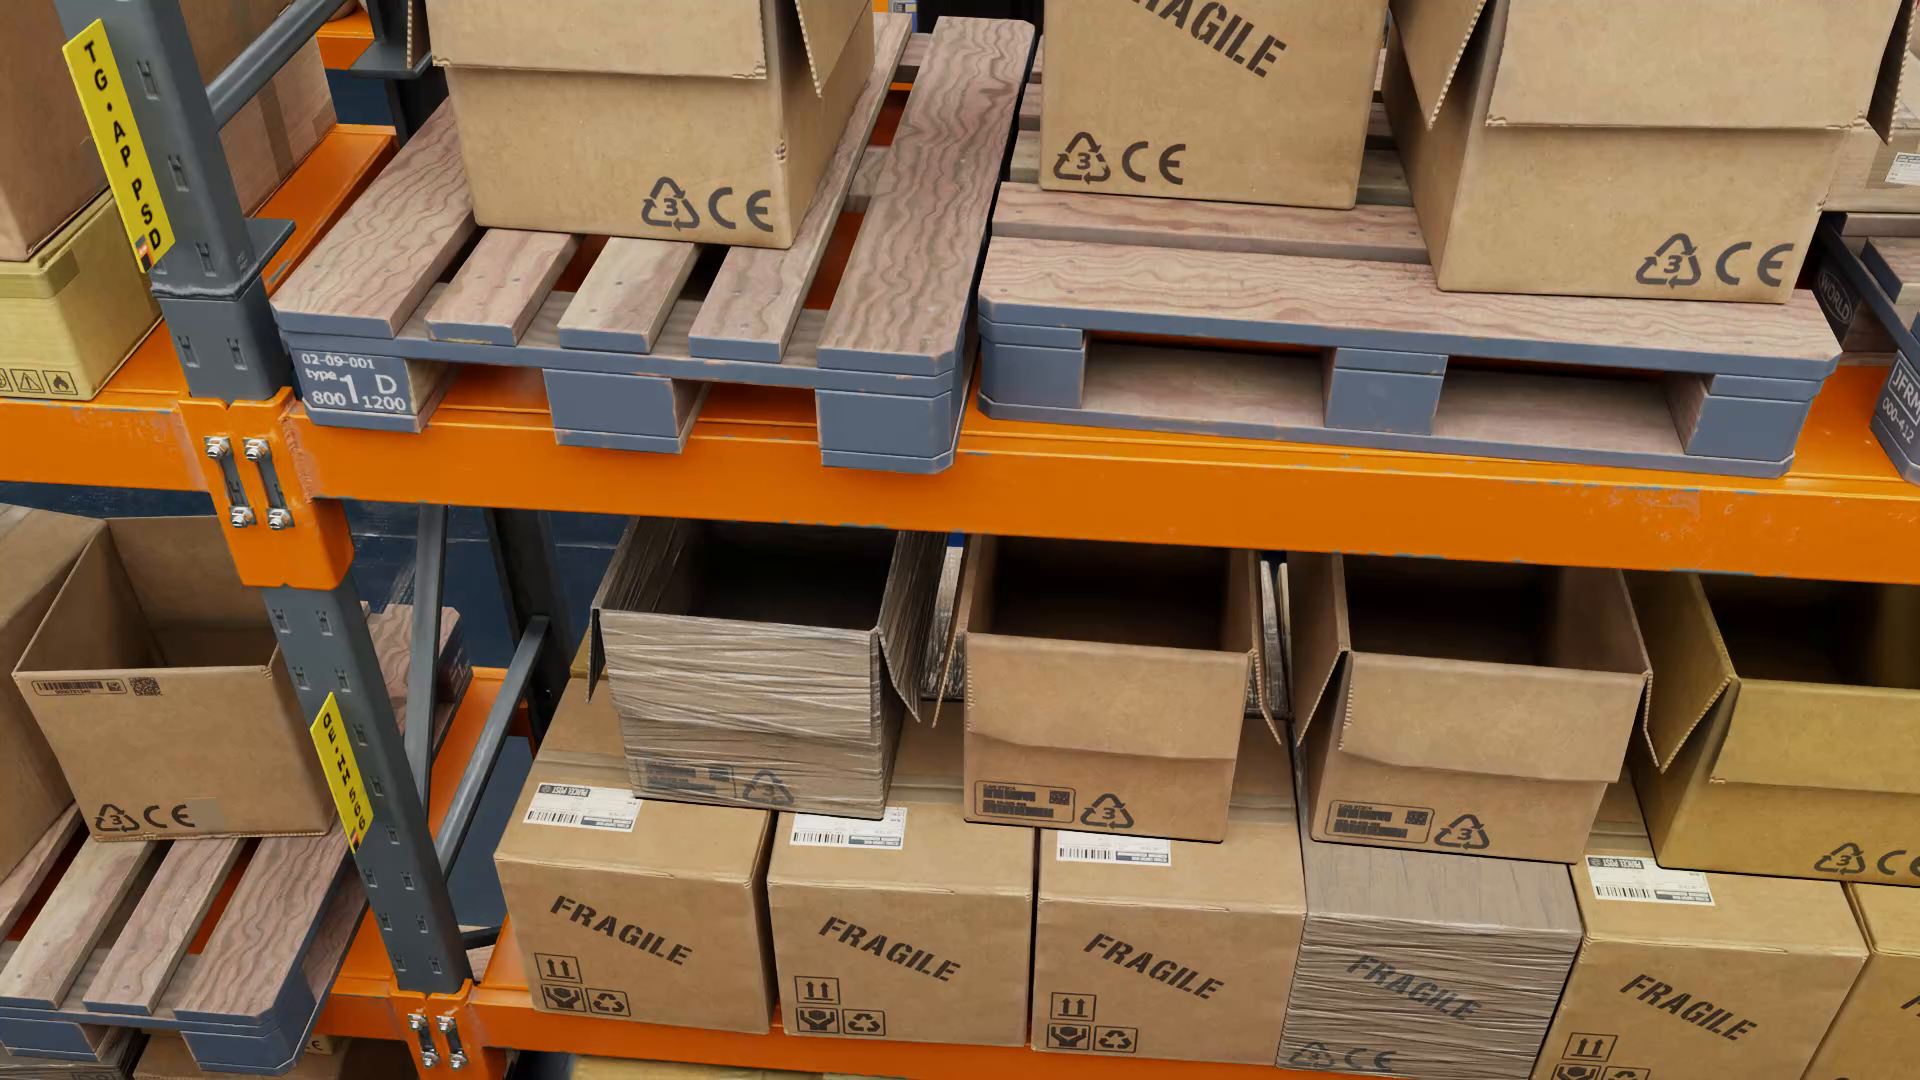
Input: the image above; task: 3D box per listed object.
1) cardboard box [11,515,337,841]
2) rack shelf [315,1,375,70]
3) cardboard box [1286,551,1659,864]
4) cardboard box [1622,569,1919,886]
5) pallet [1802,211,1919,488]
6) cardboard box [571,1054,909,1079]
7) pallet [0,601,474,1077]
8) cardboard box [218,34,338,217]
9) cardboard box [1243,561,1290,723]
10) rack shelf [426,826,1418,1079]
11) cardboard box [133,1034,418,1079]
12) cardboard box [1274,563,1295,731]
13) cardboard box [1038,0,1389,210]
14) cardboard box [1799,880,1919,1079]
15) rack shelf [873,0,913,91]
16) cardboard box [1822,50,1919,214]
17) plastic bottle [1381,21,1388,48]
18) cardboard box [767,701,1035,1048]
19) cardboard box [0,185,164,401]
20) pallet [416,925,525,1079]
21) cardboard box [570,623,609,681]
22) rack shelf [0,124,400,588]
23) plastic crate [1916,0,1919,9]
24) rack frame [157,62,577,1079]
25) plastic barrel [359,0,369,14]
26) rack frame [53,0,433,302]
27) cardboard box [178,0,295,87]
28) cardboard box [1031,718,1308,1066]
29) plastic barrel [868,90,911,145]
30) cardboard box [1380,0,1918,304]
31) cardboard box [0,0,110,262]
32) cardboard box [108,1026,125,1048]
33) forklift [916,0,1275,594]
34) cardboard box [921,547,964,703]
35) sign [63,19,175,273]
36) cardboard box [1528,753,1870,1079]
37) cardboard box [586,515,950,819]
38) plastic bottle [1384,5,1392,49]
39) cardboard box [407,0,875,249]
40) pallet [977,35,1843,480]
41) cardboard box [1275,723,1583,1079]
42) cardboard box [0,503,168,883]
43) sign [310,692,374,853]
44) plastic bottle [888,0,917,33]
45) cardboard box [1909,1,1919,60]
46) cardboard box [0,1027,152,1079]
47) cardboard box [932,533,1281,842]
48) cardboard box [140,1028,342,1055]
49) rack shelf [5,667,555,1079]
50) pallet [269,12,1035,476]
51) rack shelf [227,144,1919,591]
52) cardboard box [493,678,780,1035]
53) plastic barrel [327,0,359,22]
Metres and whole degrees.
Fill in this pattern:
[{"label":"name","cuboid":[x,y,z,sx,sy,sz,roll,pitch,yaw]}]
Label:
[{"label":"cardboard box","cuboid":[-1.616,0.292,3.603,0.500,0.500,0.500,-1,39,-2]},{"label":"rack shelf","cuboid":[-2.640,-2.447,7.950,4.000,0.370,1.077,3,39,4]},{"label":"cardboard box","cuboid":[0.970,0.190,3.266,0.637,0.503,0.797,4,39,5]},{"label":"cardboard box","cuboid":[1.591,0.214,3.237,0.637,0.503,0.797,4,39,4]},{"label":"pallet","cuboid":[1.993,-0.392,2.631,1.217,0.209,0.805,2,39,2]},{"label":"cardboard box","cuboid":[-0.389,1.210,4.238,0.875,0.875,1.225,1,39,2]},{"label":"pallet","cuboid":[-1.794,0.601,3.788,1.003,0.211,1.213,3,39,4]},{"label":"cardboard box","cuboid":[-1.521,-0.793,3.090,0.500,0.250,0.500,4,39,5]},{"label":"cardboard box","cuboid":[0.452,0.388,3.818,0.500,0.500,0.500,2,39,2]},{"label":"rack shelf","cuboid":[0.918,0.886,3.855,4.000,0.370,1.077,3,39,4]},{"label":"cardboard box","cuboid":[-1.744,1.273,4.441,0.500,0.500,0.700,1,39,1]},{"label":"cardboard box","cuboid":[0.959,0.416,3.784,0.500,0.500,0.500,4,39,5]},{"label":"cardboard box","cuboid":[0.407,-0.887,2.676,0.500,0.500,0.500,5,39,6]},{"label":"cardboard box","cuboid":[1.929,0.792,3.321,0.500,0.500,0.500,4,39,5]},{"label":"rack shelf","cuboid":[1.345,-2.229,7.682,4.000,0.370,1.077,3,39,4]},{"label":"cardboard box","cuboid":[1.440,-0.688,2.709,0.250,0.149,0.380,2,39,2]},{"label":"plastic bottle","cuboid":[1.799,-2.184,7.214,0.097,0.201,0.097,0,39,0]},{"label":"cardboard box","cuboid":[-0.100,0.684,3.455,0.500,0.500,0.500,2,39,3]},{"label":"cardboard box","cuboid":[-1.569,-0.479,2.704,0.500,0.250,0.500,3,39,4]},{"label":"pallet","cuboid":[-1.853,1.536,4.695,1.213,0.211,1.003,3,39,4]},{"label":"cardboard box","cuboid":[-0.561,0.331,3.889,0.500,0.500,0.500,4,39,5]},{"label":"rack shelf","cuboid":[-3.067,-0.495,3.176,4.000,0.370,1.077,3,39,4]},{"label":"plastic crate","cuboid":[4.206,-2.241,7.028,0.583,0.464,0.402,3,39,4]},{"label":"rack frame","cuboid":[-1.074,0.498,3.762,0.127,3.000,1.000,3,39,4]},{"label":"plastic barrel","cuboid":[-2.536,-2.634,7.502,0.433,0.535,0.433,0,39,0]},{"label":"rack frame","cuboid":[-1.074,-1.828,1.868,0.127,3.000,1.000,3,39,4]},{"label":"cardboard box","cuboid":[-1.520,-1.085,2.856,0.500,0.500,0.500,3,39,4]},{"label":"cardboard box","cuboid":[0.411,0.709,3.423,0.500,0.500,0.500,2,39,3]},{"label":"plastic barrel","cuboid":[-0.158,-1.922,8.122,0.708,0.830,0.600,3,39,4]},{"label":"cardboard box","cuboid":[0.963,-0.770,2.529,0.637,0.503,0.797,3,39,3]},{"label":"cardboard box","cuboid":[-1.571,-0.766,2.464,0.500,0.500,0.500,4,39,5]},{"label":"cardboard box","cuboid":[-2.274,0.966,4.224,0.500,0.250,0.500,7,40,9]},{"label":"forklift","cuboid":[0.662,-1.020,5.681,3.031,2.935,1.130,11,40,13]},{"label":"cardboard box","cuboid":[-0.065,0.361,3.851,0.500,0.500,0.500,3,39,3]},{"label":"sign","cuboid":[-1.123,-0.524,2.232,0.005,0.325,0.100,3,39,4]},{"label":"cardboard box","cuboid":[1.408,0.768,3.351,0.500,0.500,0.500,3,39,3]},{"label":"cardboard box","cuboid":[-0.347,0.120,3.352,0.637,0.503,0.797,4,39,5]},{"label":"plastic bottle","cuboid":[1.917,-2.224,7.204,0.135,0.276,0.152,3,39,4]},{"label":"cardboard box","cuboid":[-0.460,-0.880,2.664,0.637,0.503,0.797,5,39,6]},{"label":"pallet","cuboid":[0.686,-0.531,2.800,1.213,0.211,1.003,5,39,6]},{"label":"cardboard box","cuboid":[0.909,0.738,3.388,0.500,0.500,0.500,3,39,4]},{"label":"cardboard box","cuboid":[-2.181,0.325,3.563,0.500,0.500,0.700,9,40,10]},{"label":"sign","cuboid":[-1.112,0.422,3.001,0.005,0.325,0.100,3,39,4]},{"label":"plastic bottle","cuboid":[-0.244,-2.342,7.349,0.135,0.276,0.152,3,39,4]},{"label":"cardboard box","cuboid":[1.825,-0.692,2.586,0.500,0.311,0.500,2,39,2]},{"label":"cardboard box","cuboid":[-2.297,1.251,4.469,0.500,0.500,0.700,0,39,0]},{"label":"cardboard box","cuboid":[0.302,0.158,3.306,0.637,0.503,0.797,4,39,5]},{"label":"cardboard box","cuboid":[-1.745,0.989,4.197,0.500,0.250,0.500,5,39,6]},{"label":"rack shelf","cuboid":[-3.067,0.668,4.123,4.000,0.370,1.077,3,39,4]},{"label":"pallet","cuboid":[-0.428,-0.590,2.872,1.003,0.211,1.213,5,39,6]},{"label":"rack shelf","cuboid":[0.918,-0.277,2.908,4.000,0.370,1.077,3,39,4]},{"label":"cardboard box","cuboid":[-0.614,0.657,3.487,0.500,0.500,0.500,4,39,5]},{"label":"plastic barrel","cuboid":[-2.967,-2.657,7.531,0.433,0.535,0.433,0,39,0]}]
